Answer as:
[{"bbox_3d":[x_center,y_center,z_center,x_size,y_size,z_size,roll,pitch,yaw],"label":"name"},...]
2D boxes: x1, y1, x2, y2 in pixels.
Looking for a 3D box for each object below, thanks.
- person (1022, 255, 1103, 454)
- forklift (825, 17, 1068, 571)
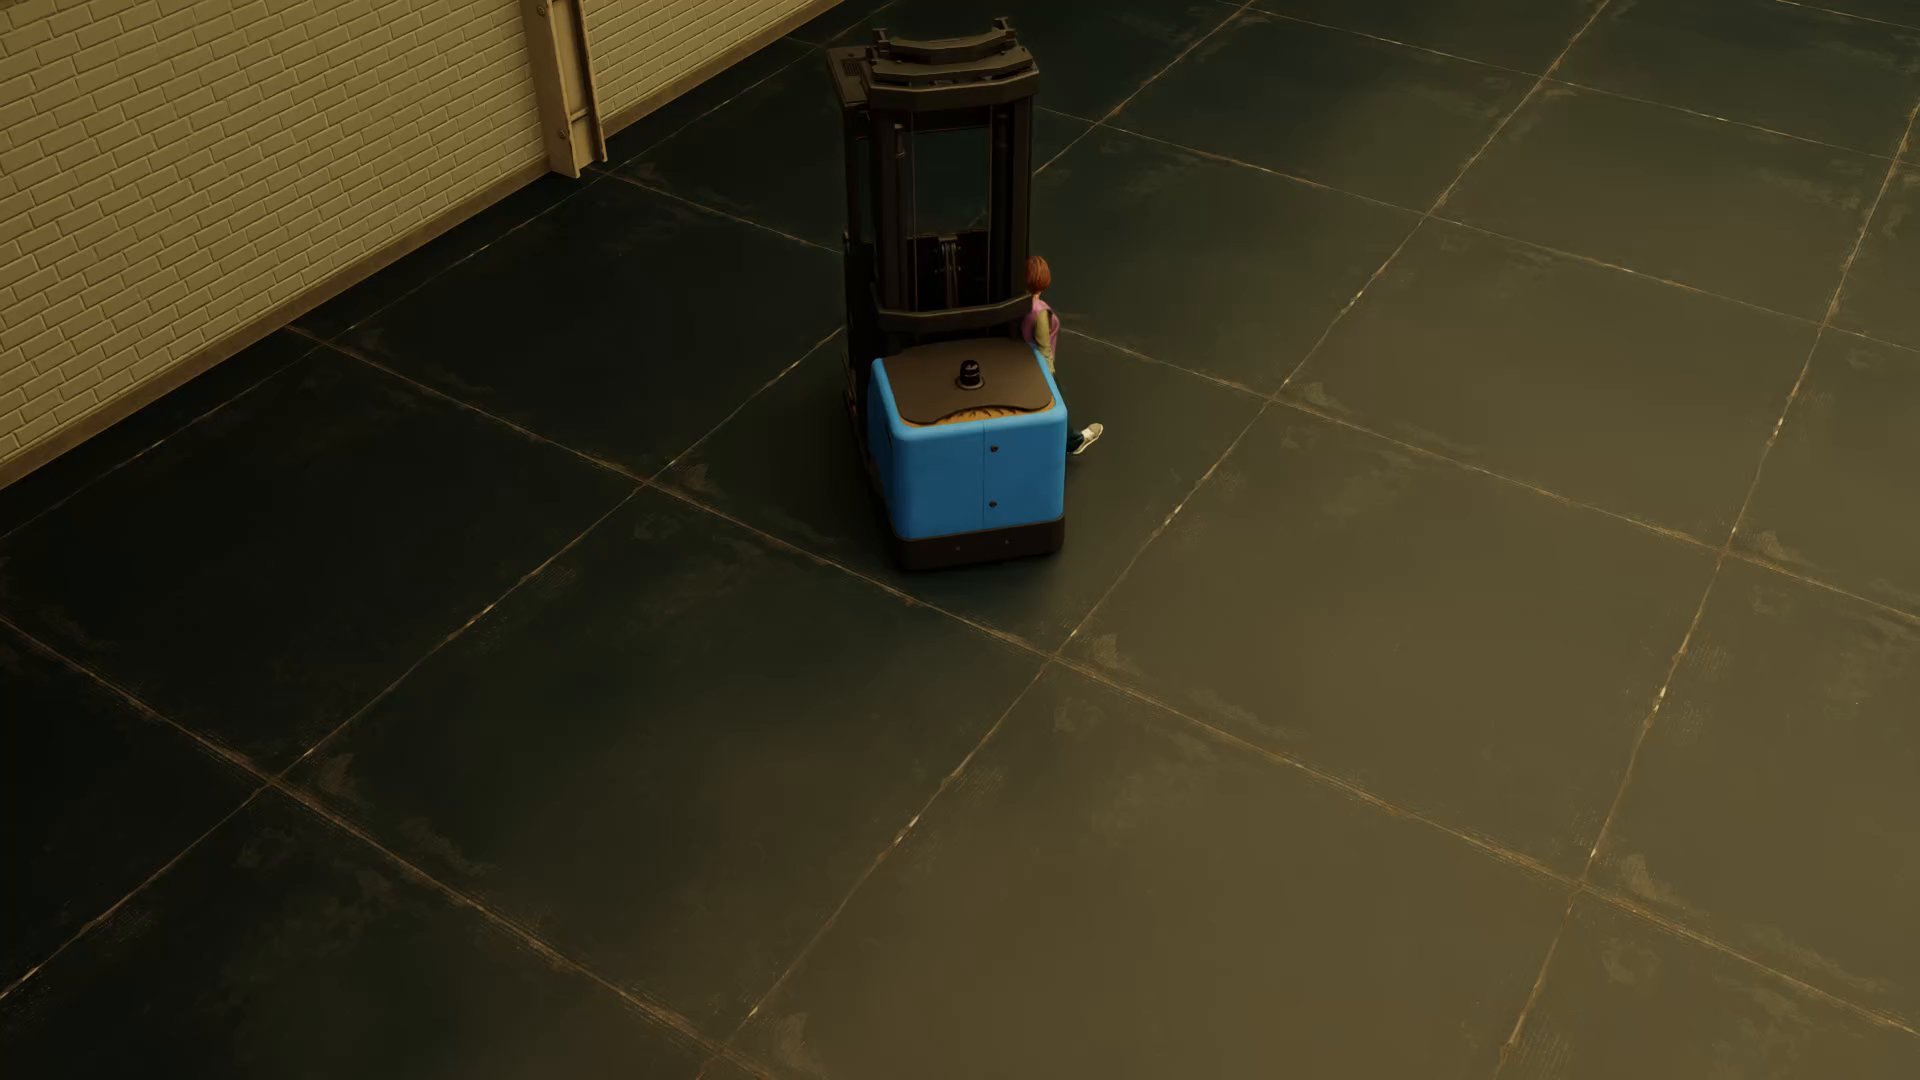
[{"bbox_3d":[0.536,-1.078,10.296,0.862,1.497,0.589,-25,46,-26],"label":"person"},{"bbox_3d":[-0.174,-1.892,10.200,1.130,2.935,3.031,-8,41,-9],"label":"forklift"}]
